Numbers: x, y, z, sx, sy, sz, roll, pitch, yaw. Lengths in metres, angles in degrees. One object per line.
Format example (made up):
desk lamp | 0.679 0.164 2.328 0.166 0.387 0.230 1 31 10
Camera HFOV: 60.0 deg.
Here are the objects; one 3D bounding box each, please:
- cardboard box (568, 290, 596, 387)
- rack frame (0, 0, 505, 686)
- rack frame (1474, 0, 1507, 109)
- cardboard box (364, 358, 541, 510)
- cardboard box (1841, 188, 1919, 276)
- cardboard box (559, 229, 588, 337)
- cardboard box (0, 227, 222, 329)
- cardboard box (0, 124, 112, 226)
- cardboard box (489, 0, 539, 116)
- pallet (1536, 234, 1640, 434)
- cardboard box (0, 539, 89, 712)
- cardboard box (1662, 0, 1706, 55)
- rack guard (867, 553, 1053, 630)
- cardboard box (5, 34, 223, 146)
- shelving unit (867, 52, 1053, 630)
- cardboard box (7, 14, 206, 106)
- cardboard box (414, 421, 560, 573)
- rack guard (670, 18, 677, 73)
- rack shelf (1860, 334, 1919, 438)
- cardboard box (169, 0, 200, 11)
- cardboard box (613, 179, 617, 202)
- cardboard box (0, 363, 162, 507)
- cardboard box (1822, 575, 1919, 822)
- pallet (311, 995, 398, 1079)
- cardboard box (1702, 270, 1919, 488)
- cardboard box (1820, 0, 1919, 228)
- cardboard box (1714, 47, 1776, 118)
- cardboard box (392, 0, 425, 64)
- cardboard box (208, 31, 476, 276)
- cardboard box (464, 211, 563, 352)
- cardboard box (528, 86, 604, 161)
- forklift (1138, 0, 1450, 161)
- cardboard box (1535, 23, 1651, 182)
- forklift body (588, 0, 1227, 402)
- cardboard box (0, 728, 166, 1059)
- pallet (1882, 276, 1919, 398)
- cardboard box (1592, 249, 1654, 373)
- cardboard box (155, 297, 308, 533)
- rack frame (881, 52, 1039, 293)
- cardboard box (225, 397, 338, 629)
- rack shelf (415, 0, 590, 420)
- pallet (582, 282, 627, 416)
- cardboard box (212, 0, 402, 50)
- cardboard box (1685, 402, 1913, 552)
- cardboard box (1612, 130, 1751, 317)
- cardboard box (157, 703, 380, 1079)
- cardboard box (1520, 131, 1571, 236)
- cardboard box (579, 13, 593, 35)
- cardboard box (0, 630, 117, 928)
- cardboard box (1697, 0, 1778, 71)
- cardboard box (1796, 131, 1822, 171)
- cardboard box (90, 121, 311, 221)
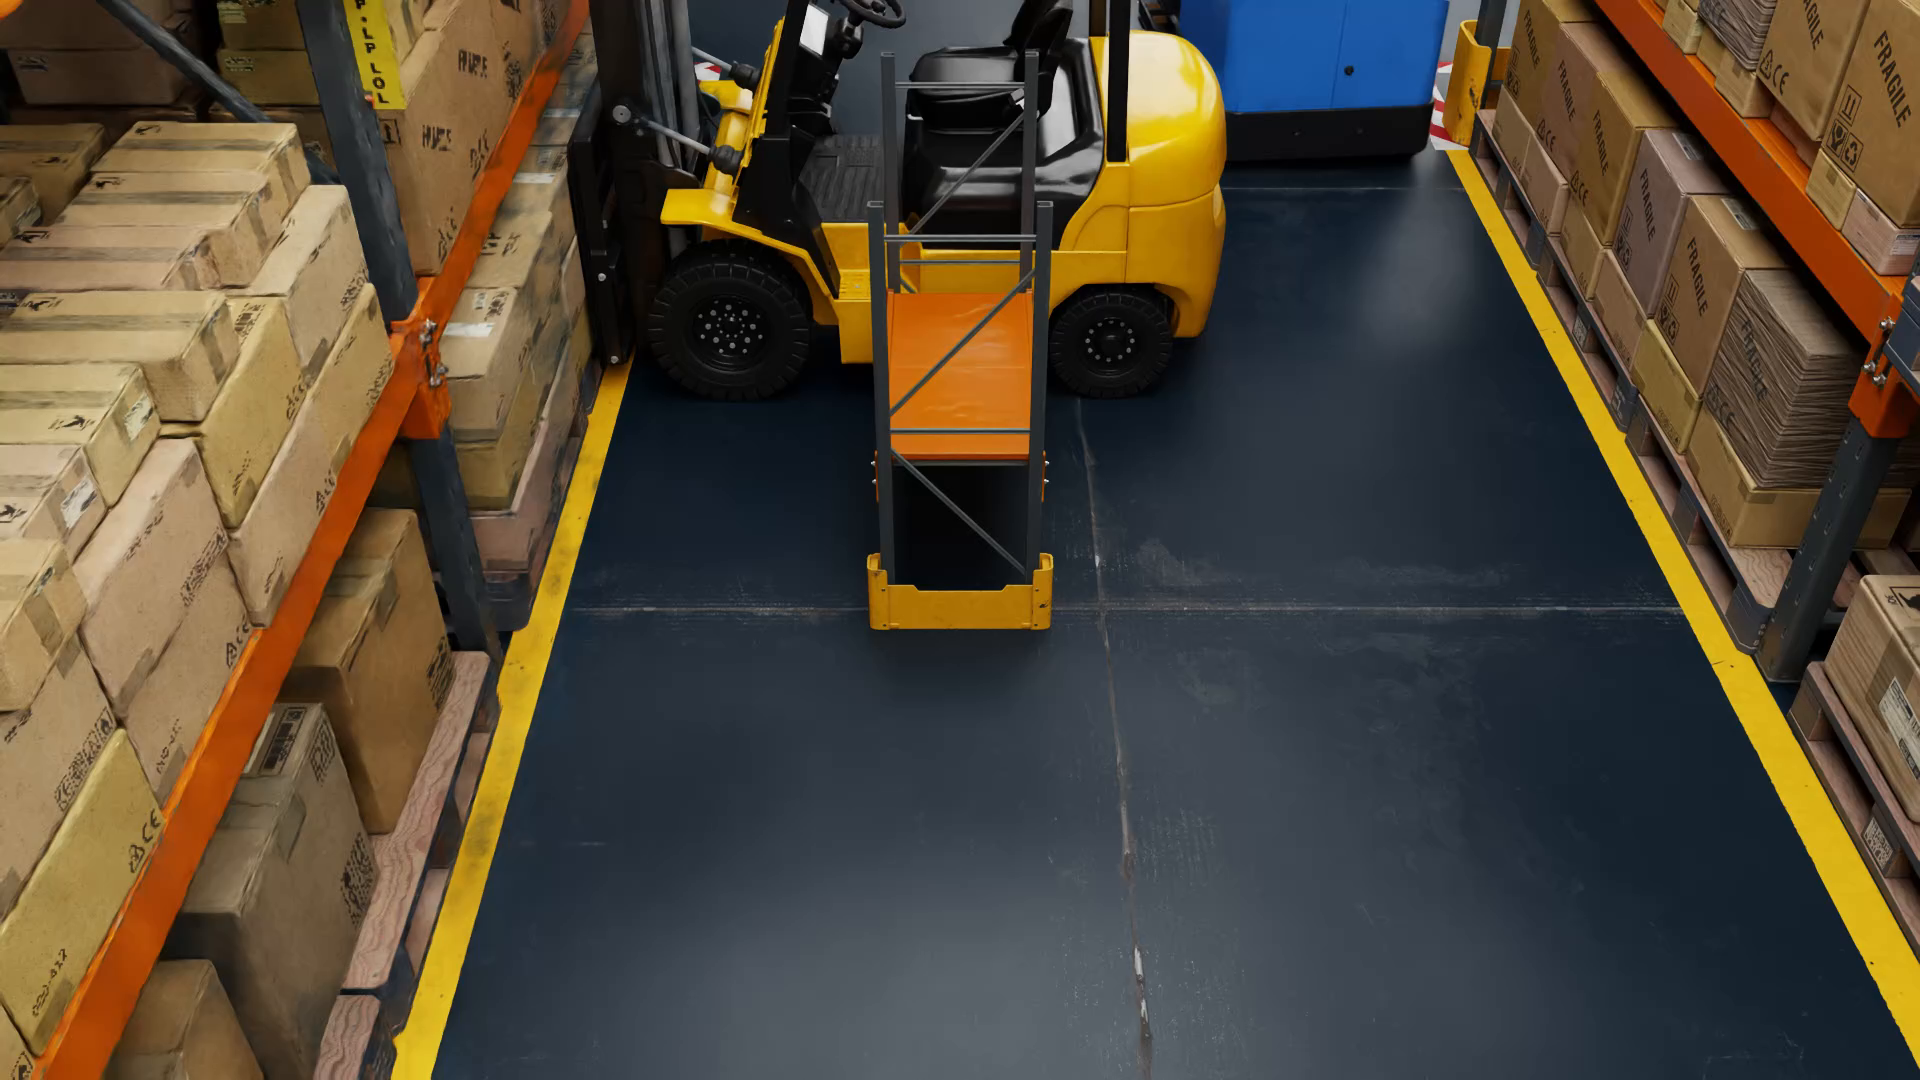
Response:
cardboard box | -1.647 -0.785 6.194 0.500 0.250 0.500 1 39 1
rack frame | -1.945 -0.752 4.290 1.000 3.000 0.127 0 39 0
rack frame | 3.014 -3.260 7.419 1.000 3.000 0.127 0 39 0
cardboard box | -1.637 -0.341 5.240 0.500 0.250 0.500 0 39 0
cardboard box | 2.713 -0.861 4.627 0.380 0.149 0.250 0 39 -1
cardboard box | -1.628 -0.970 6.025 0.500 0.250 0.500 0 39 0
cardboard box | -1.757 -0.517 3.397 0.380 0.149 0.250 0 39 0
cardboard box | -2.159 -0.825 3.782 0.380 0.149 0.250 -1 39 -1
cardboard box | -1.703 -1.711 5.407 0.500 0.500 0.500 0 39 0
pallet | 2.978 -0.855 6.648 1.003 0.211 1.213 0 39 0
cardboard box | -1.614 0.134 2.586 0.380 0.149 0.250 -1 39 -1
cardboard box | 2.702 -1.817 5.820 0.380 0.149 0.250 0 39 0
rack guard | 0.000 0.166 5.343 0.587 0.250 0.087 0 39 0
cardboard box | -2.216 -1.072 4.609 0.500 0.500 0.500 0 39 0
shelving unit | 0.000 -0.633 5.340 0.587 1.500 1.083 0 39 0
cardboard box | -2.202 -1.245 4.307 0.380 0.149 0.250 0 39 0
cardboard box | -1.614 -0.146 5.397 0.500 0.250 0.500 0 39 0
rack guard | -1.950 -2.293 8.212 1.175 0.500 0.348 0 39 0
rack shelf | 3.021 0.773 2.962 1.077 0.370 4.000 0 39 0
cardboard box | -2.206 -1.517 4.408 0.380 0.149 0.250 -1 39 -1
cardboard box | -1.625 -1.599 6.810 0.500 0.250 0.500 -1 39 -1
cardboard box | -1.686 -0.188 2.988 0.380 0.149 0.250 -1 39 -1
cardboard box | 3.022 0.431 4.579 0.950 0.372 0.625 0 39 1
pallet | -1.901 1.561 3.633 1.003 0.211 1.213 0 39 0
cardboard box | 2.750 -0.512 5.253 0.500 0.500 0.500 -1 39 -1
cardboard box | 2.769 -1.191 4.520 0.500 0.500 0.500 -1 39 -1
cardboard box | 2.709 -1.496 5.420 0.380 0.149 0.250 -1 39 -1
cardboard box | -1.684 -1.406 4.507 0.380 0.149 0.250 1 39 1
cardboard box | -1.684 -1.069 4.605 0.500 0.500 0.500 -1 39 -1
cardboard box | -1.622 -0.856 5.483 0.500 0.250 0.500 0 39 0
cardboard box | -1.627 -1.495 6.281 0.500 0.250 0.500 -1 39 -1
forklift | 1.588 -3.848 8.208 1.130 2.935 3.031 -3 39 -4
cardboard box | 2.744 -1.797 6.857 0.500 0.500 0.500 -1 39 -2
forklift body | -0.123 -1.738 6.199 2.313 2.155 1.214 0 39 0
cardboard box | -1.699 0.569 2.761 0.500 0.250 0.500 1 39 1
pallet | 2.874 -0.205 3.761 1.003 0.211 1.213 0 39 0
cardboard box | 2.743 -0.870 6.300 0.500 0.250 0.500 1 39 1
cardboard box | -1.681 -0.260 3.396 0.500 0.250 0.500 -1 39 -1
rack frame | -0.001 -0.956 5.744 0.500 1.500 0.032 0 39 0
cardboard box | -1.677 -0.065 3.552 0.500 0.250 0.500 0 39 0
rack shelf | -1.947 -1.722 6.076 1.077 0.370 4.000 0 39 0
pallet | -1.908 -0.927 6.737 1.003 0.211 1.213 0 39 0
cardboard box | -1.649 -1.360 4.212 0.380 0.149 0.250 1 39 1
cardboard box | 2.749 -0.219 5.487 0.500 0.250 0.500 2 39 2
cardboard box | 2.746 -1.149 6.048 0.500 0.500 0.500 2 39 2
cardboard box | -1.940 0.822 3.889 0.875 0.625 0.625 0 39 0
cardboard box | 2.731 -1.527 7.119 0.500 0.250 0.500 1 39 2
cardboard box | -1.631 -2.128 7.070 0.500 0.250 0.500 1 39 1
cardboard box | -1.704 0.375 2.604 0.500 0.250 0.500 0 39 1
cardboard box | 2.757 -1.837 5.326 0.500 0.500 0.500 1 39 1
cardboard box | 2.784 -1.180 5.025 0.380 0.149 0.250 0 39 0
cardboard box | -1.723 -0.831 3.790 0.380 0.149 0.250 1 39 2
